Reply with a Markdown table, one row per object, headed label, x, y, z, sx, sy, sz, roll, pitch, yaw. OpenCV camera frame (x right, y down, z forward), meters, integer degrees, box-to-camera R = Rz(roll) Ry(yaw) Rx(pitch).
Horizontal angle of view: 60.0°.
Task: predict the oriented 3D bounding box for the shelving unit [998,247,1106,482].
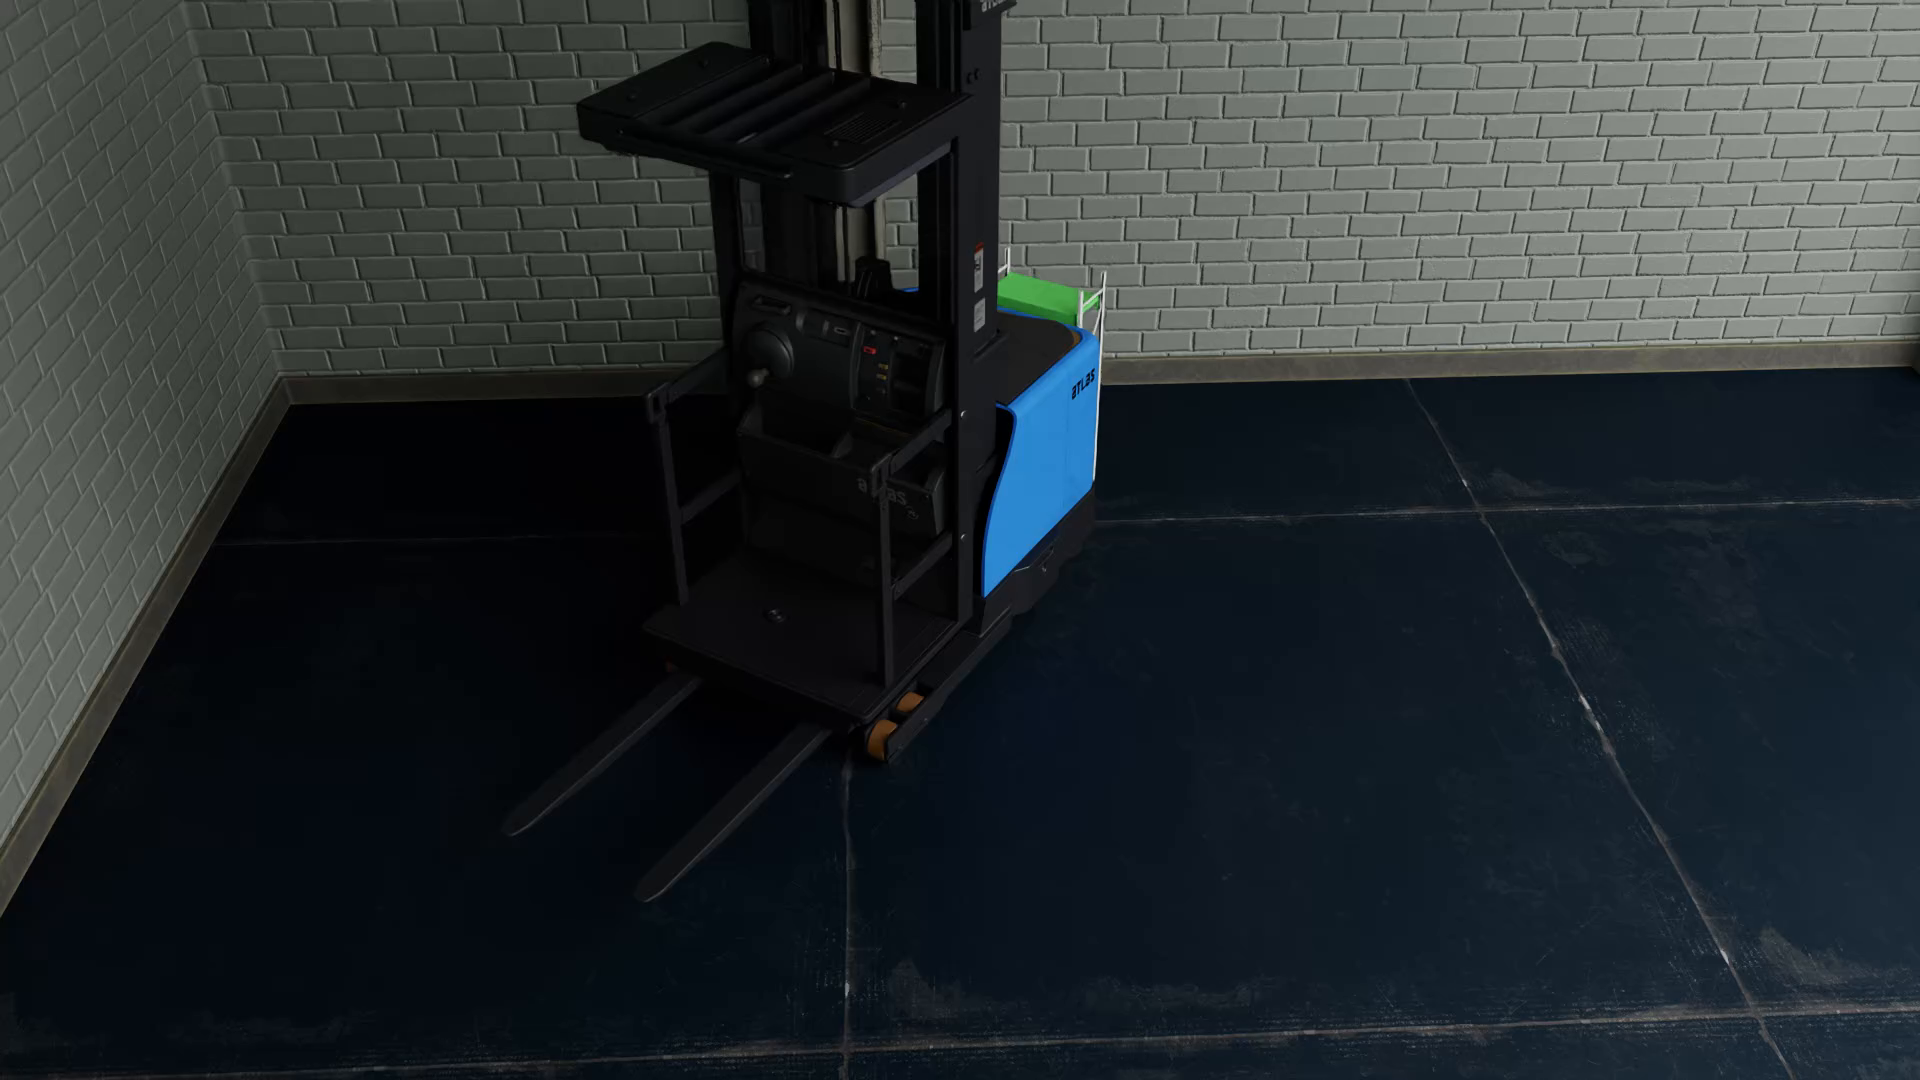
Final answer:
| label | x | y | z | sx | sy | sz | roll | pitch | yaw |
| --- | --- | --- | --- | --- | --- | --- | --- | --- | --- |
| shelving unit | 0.370 | -0.710 | 7.721 | 0.503 | 1.200 | 0.258 | 19 | 39 | 25 |

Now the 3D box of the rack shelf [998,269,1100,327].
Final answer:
| label | x | y | z | sx | sy | sz | roll | pitch | yaw |
| --- | --- | --- | --- | --- | --- | --- | --- | --- | --- |
| rack shelf | 0.370 | -1.052 | 7.484 | 0.480 | 0.148 | 0.258 | 19 | 39 | 25 |

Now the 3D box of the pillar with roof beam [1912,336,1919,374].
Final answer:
| label | x | y | z | sx | sy | sz | roll | pitch | yaw |
| --- | --- | --- | --- | --- | --- | --- | --- | --- | --- |
| pillar with roof beam | 5.633 | -2.145 | 2.942 | 0.400 | 9.000 | 9.100 | -2 | 35 | -2 |

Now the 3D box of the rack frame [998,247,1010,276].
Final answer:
| label | x | y | z | sx | sy | sz | roll | pitch | yaw |
| --- | --- | --- | --- | --- | --- | --- | --- | --- | --- |
| rack frame | 0.160 | -0.781 | 7.824 | 0.015 | 1.200 | 0.240 | 19 | 39 | 25 |

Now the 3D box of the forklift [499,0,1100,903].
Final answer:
| label | x | y | z | sx | sy | sz | roll | pitch | yaw |
| --- | --- | --- | --- | --- | --- | --- | --- | --- | --- |
| forklift | -0.571 | -0.639 | 6.097 | 1.130 | 2.935 | 3.031 | 19 | 39 | 25 |

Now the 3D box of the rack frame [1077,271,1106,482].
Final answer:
| label | x | y | z | sx | sy | sz | roll | pitch | yaw |
| --- | --- | --- | --- | --- | --- | --- | --- | --- | --- |
| rack frame | 0.579 | -0.639 | 7.618 | 0.015 | 1.200 | 0.240 | 19 | 39 | 25 |

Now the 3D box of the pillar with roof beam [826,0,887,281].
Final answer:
| label | x | y | z | sx | sy | sz | roll | pitch | yaw |
| --- | --- | --- | --- | --- | --- | --- | --- | --- | --- |
| pillar with roof beam | -0.360 | -1.984 | 2.709 | 0.400 | 9.000 | 9.100 | -2 | 35 | -2 |
